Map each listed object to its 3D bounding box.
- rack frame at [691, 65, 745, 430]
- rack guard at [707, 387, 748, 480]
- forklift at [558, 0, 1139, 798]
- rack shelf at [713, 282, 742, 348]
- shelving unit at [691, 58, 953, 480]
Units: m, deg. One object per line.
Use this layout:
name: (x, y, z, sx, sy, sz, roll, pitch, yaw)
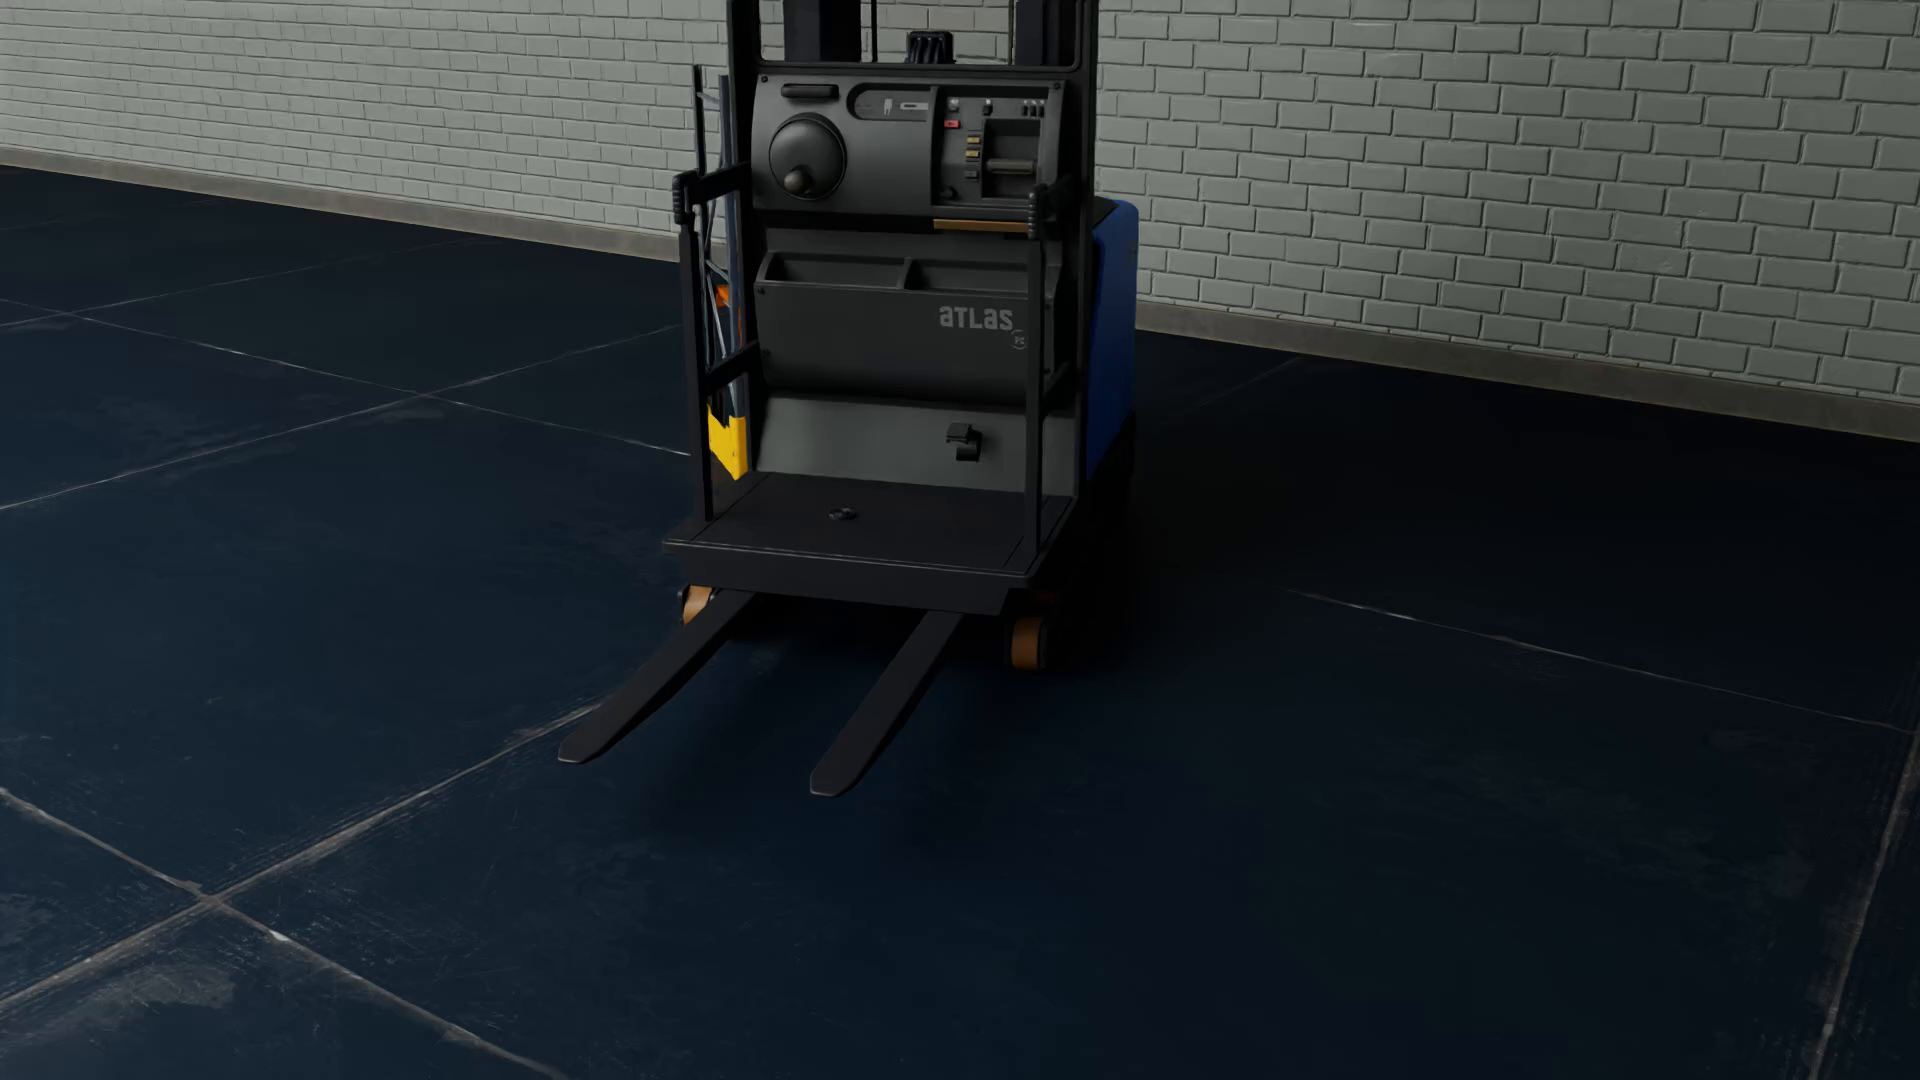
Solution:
rack frame: (-0.921, -1.026, 6.377, 0.032, 1.500, 0.500, -7, 22, -19)
rack guard: (-0.920, -0.440, 6.594, 0.087, 0.250, 0.587, -7, 22, -19)
forklift: (-0.209, -1.146, 4.637, 1.130, 2.935, 3.031, 5, 21, 14)
rack shelf: (-0.446, -0.920, 6.608, 1.000, 0.185, 0.538, -7, 22, -19)
shelving unit: (-0.454, -1.087, 6.542, 1.083, 1.500, 0.587, -7, 22, -19)
